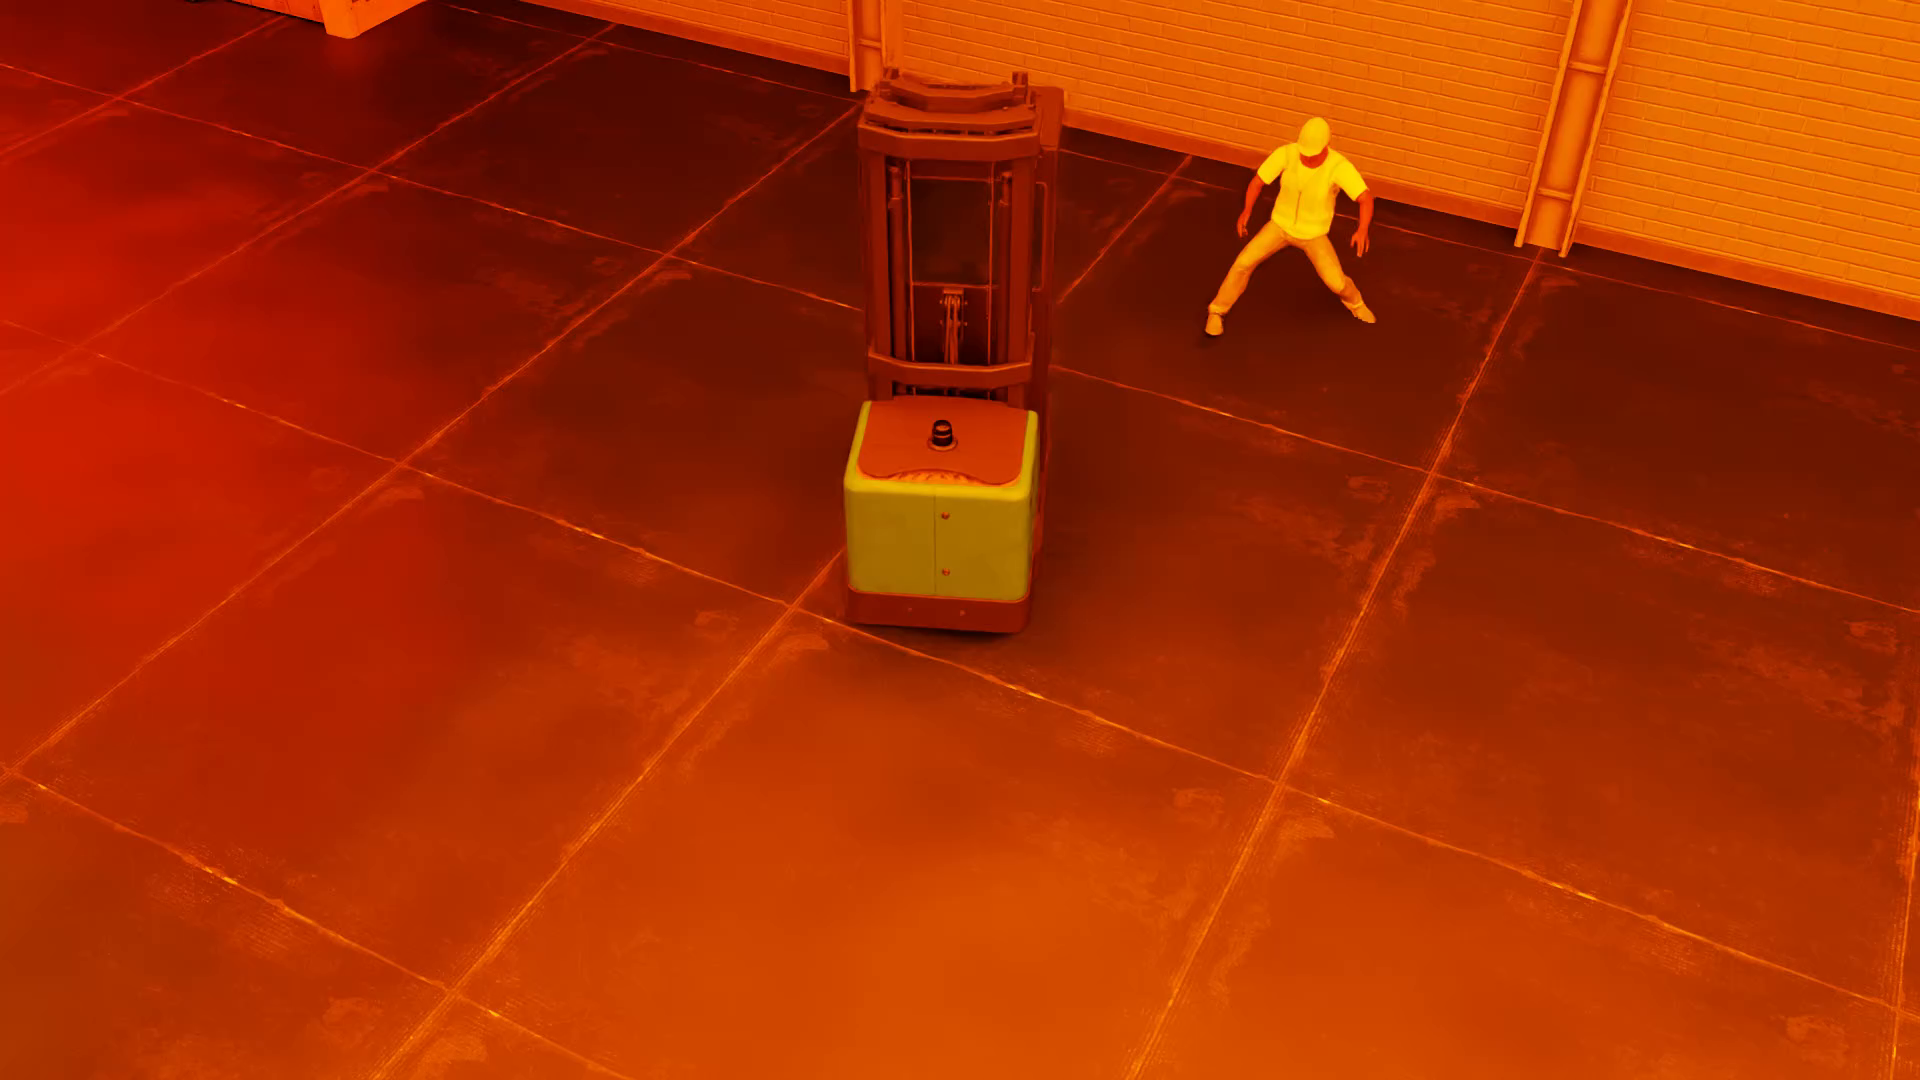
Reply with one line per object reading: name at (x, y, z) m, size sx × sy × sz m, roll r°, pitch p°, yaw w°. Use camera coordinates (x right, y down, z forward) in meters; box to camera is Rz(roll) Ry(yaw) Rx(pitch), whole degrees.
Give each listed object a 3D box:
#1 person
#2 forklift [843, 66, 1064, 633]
person at (2.406, -2.165, 11.633) m, size 1.073 × 1.600 × 0.979 m, roll 19°, pitch 44°, yaw 21°
forklift at (0.008, -1.528, 9.801) m, size 1.130 × 2.935 × 3.031 m, roll 4°, pitch 40°, yaw 4°
